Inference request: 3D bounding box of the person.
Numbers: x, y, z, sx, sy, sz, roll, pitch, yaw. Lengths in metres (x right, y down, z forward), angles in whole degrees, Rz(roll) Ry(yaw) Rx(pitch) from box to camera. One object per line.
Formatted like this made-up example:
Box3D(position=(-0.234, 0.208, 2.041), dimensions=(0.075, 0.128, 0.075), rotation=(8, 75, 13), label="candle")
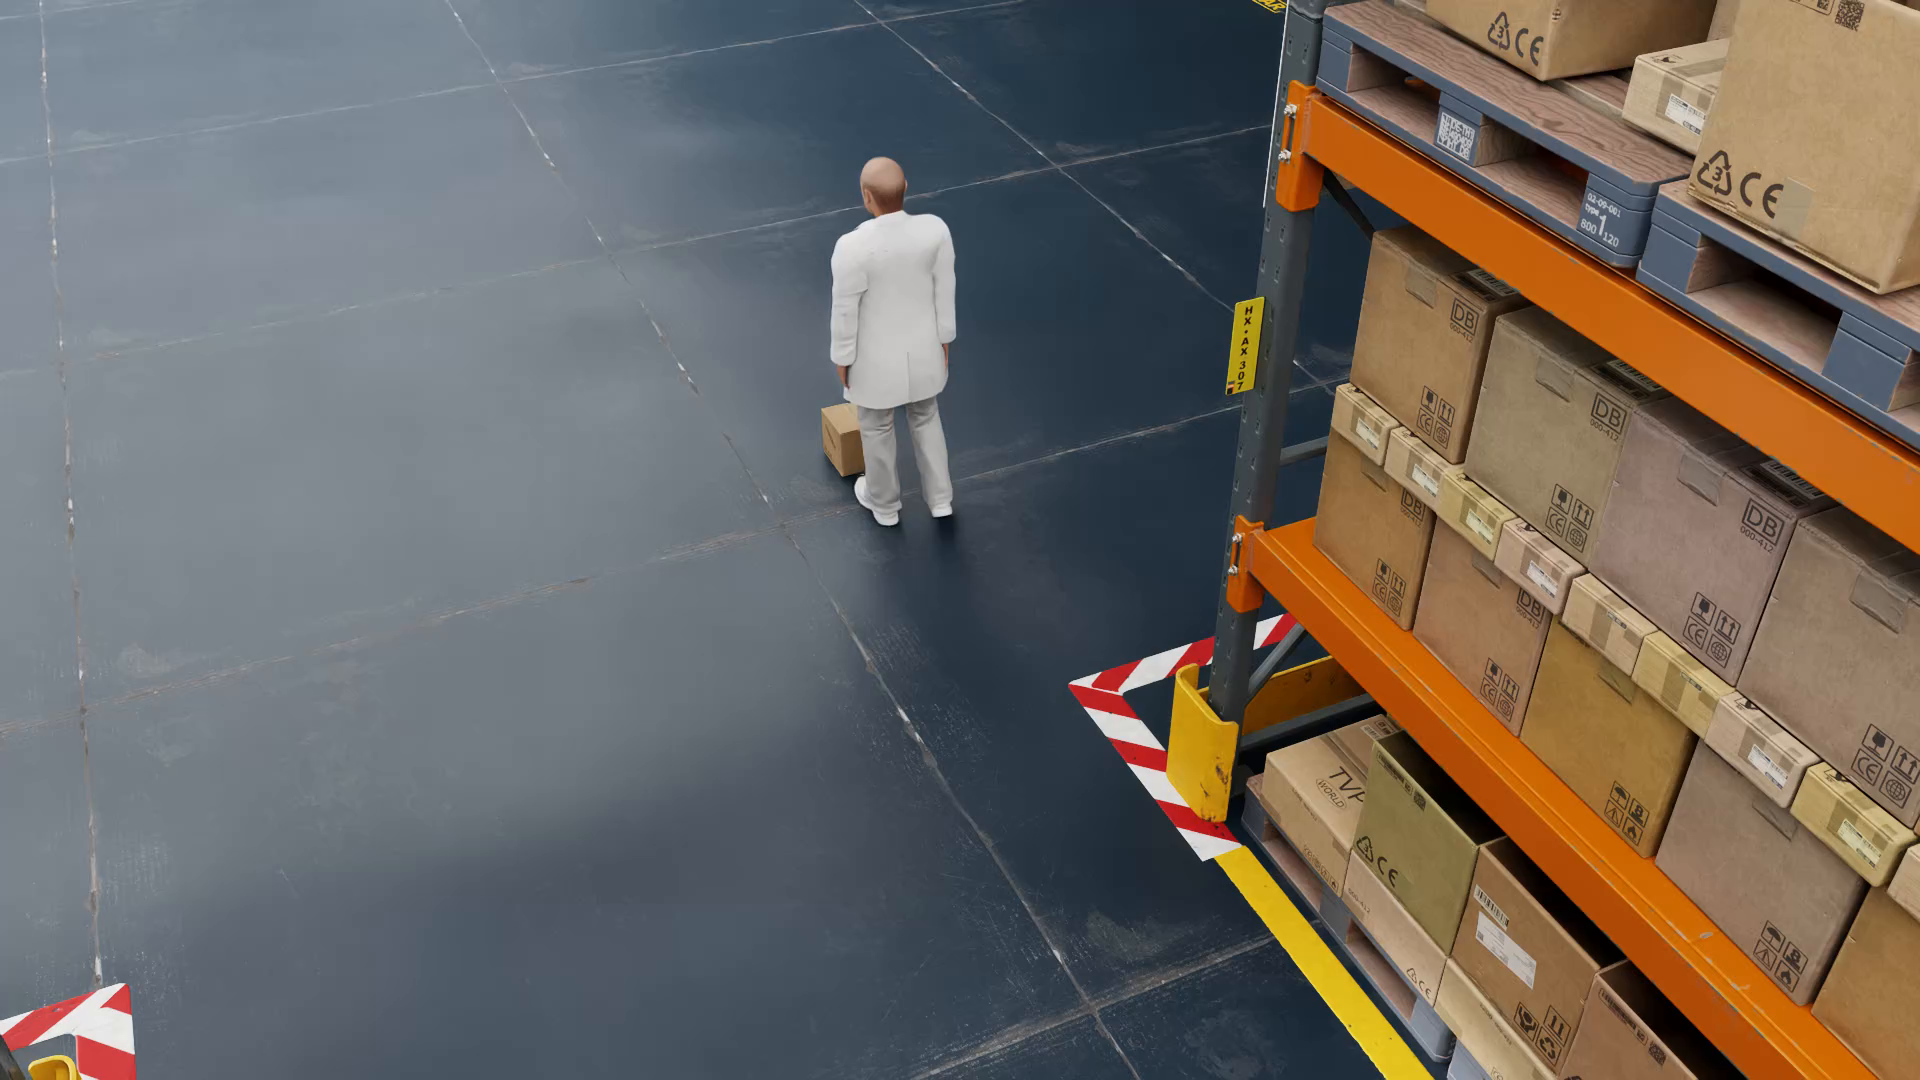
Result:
Box3D(position=(-0.314, -0.836, 7.313), dimensions=(0.577, 1.840, 0.485), rotation=(-16, 40, -20), label="person")
